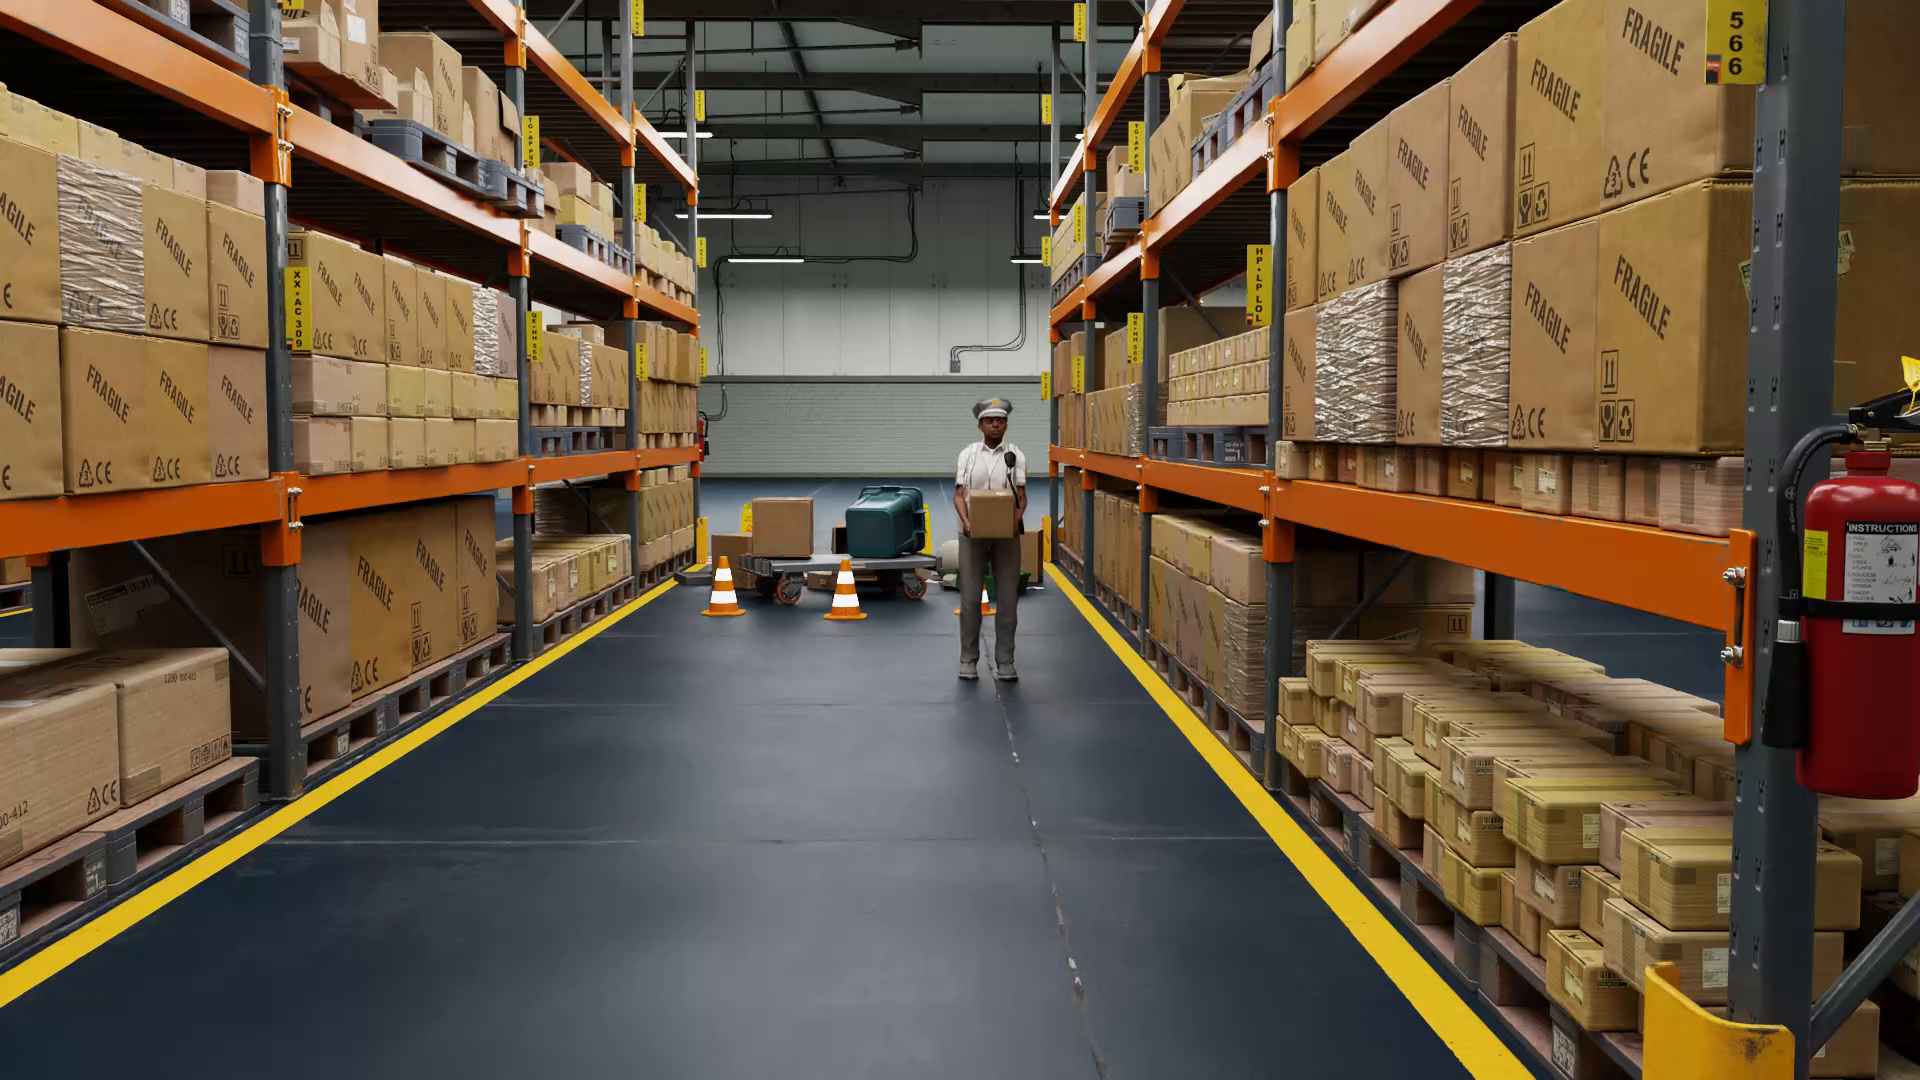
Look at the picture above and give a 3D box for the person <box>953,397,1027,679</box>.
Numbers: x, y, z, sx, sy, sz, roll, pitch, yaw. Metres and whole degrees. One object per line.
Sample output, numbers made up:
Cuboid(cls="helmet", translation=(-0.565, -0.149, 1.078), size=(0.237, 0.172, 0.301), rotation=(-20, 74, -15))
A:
Cuboid(cls="person", translation=(0.183, -0.013, 9.979), size=(0.449, 1.688, 0.540), rotation=(0, 4, -1))
